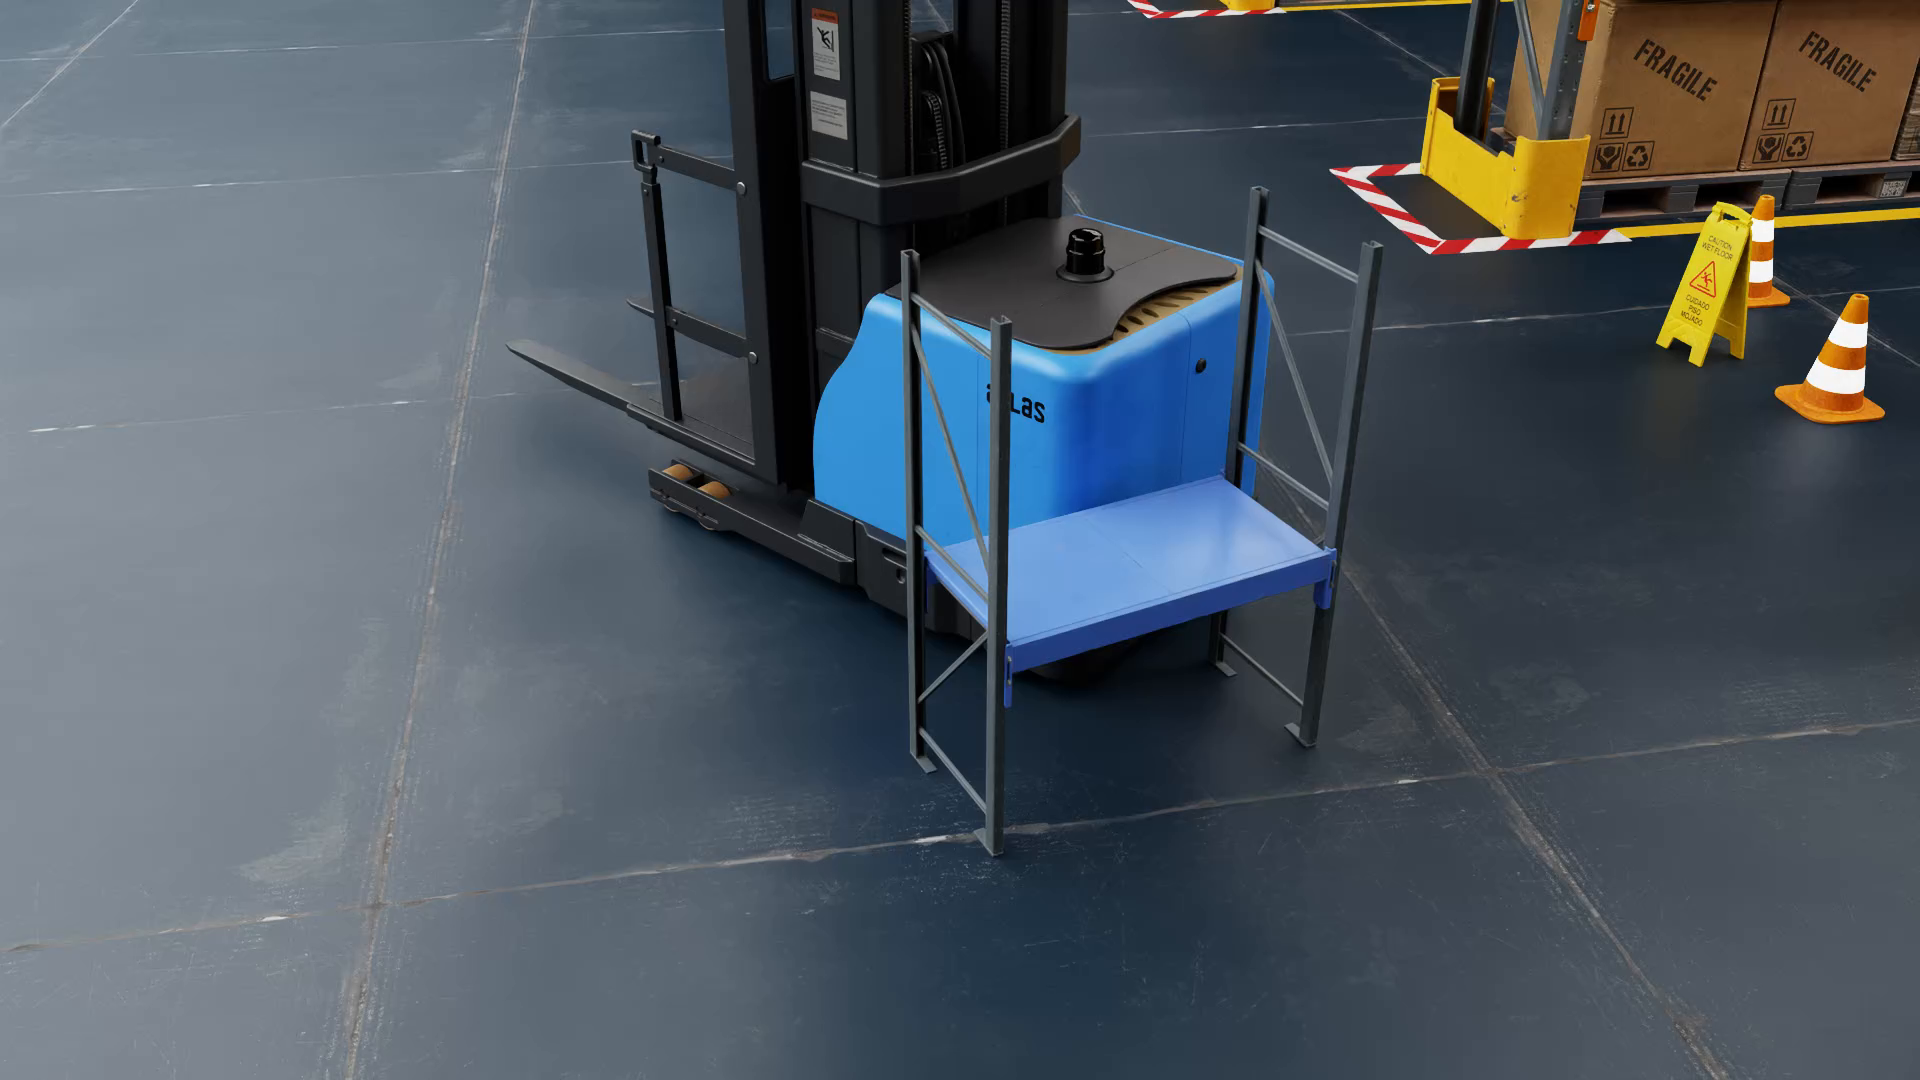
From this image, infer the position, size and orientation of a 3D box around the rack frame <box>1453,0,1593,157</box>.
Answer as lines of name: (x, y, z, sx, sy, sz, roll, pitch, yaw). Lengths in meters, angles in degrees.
rack frame: (2.839, -3.091, 8.047, 0.127, 3.000, 1.000, -5, 31, -9)

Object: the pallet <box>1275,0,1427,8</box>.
pallet: (2.926, -4.435, 13.084, 1.213, 0.211, 1.003, -5, 31, -9)

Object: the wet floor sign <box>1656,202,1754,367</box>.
wet floor sign: (3.167, -1.086, 6.961, 0.232, 0.644, 0.267, -11, 32, -17)

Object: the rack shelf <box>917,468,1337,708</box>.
rack shelf: (0.438, 0.104, 4.448, 1.000, 0.185, 0.538, -15, 33, -23)

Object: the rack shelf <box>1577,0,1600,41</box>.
rack shelf: (4.807, -2.963, 8.540, 4.000, 0.370, 1.077, -5, 31, -9)

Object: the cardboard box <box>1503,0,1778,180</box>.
cardboard box: (3.494, -2.451, 8.641, 0.875, 0.875, 0.875, -5, 31, -9)

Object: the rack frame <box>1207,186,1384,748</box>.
rack frame: (0.890, -0.169, 4.557, 0.032, 1.500, 0.500, -15, 33, -23)

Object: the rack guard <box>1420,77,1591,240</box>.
rack guard: (2.816, -2.011, 8.677, 0.348, 0.500, 1.175, -5, 31, -9)

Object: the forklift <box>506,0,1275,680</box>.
forklift: (-0.466, -1.474, 5.364, 3.031, 2.935, 1.130, 24, 38, 35)

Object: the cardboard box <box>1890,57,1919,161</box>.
cardboard box: (5.257, -2.615, 8.919, 0.875, 0.875, 0.875, -5, 31, -9)

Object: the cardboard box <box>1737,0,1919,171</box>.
cardboard box: (4.360, -2.532, 8.779, 0.875, 0.875, 0.875, -6, 31, -10)

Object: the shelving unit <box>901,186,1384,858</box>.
shelving unit: (0.438, -0.051, 4.357, 1.048, 1.500, 0.538, -15, 33, -23)

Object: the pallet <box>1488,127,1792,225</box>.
pallet: (3.612, -2.001, 8.945, 1.213, 0.211, 1.003, -5, 31, -9)

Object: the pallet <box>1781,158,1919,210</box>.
pallet: (4.809, -2.111, 9.131, 1.213, 0.211, 1.003, -5, 31, -9)

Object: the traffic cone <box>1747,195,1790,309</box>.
traffic cone: (3.617, -1.338, 7.569, 0.334, 0.463, 0.336, -5, 31, -9)

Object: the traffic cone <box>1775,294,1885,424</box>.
traffic cone: (3.487, -0.744, 6.558, 0.334, 0.463, 0.336, -5, 31, -9)

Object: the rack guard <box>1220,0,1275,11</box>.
rack guard: (2.120, -4.503, 12.914, 0.348, 0.500, 1.175, -5, 31, -9)

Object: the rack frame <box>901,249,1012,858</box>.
rack frame: (-0.014, 0.067, 4.156, 0.032, 1.500, 0.500, -15, 33, -23)
